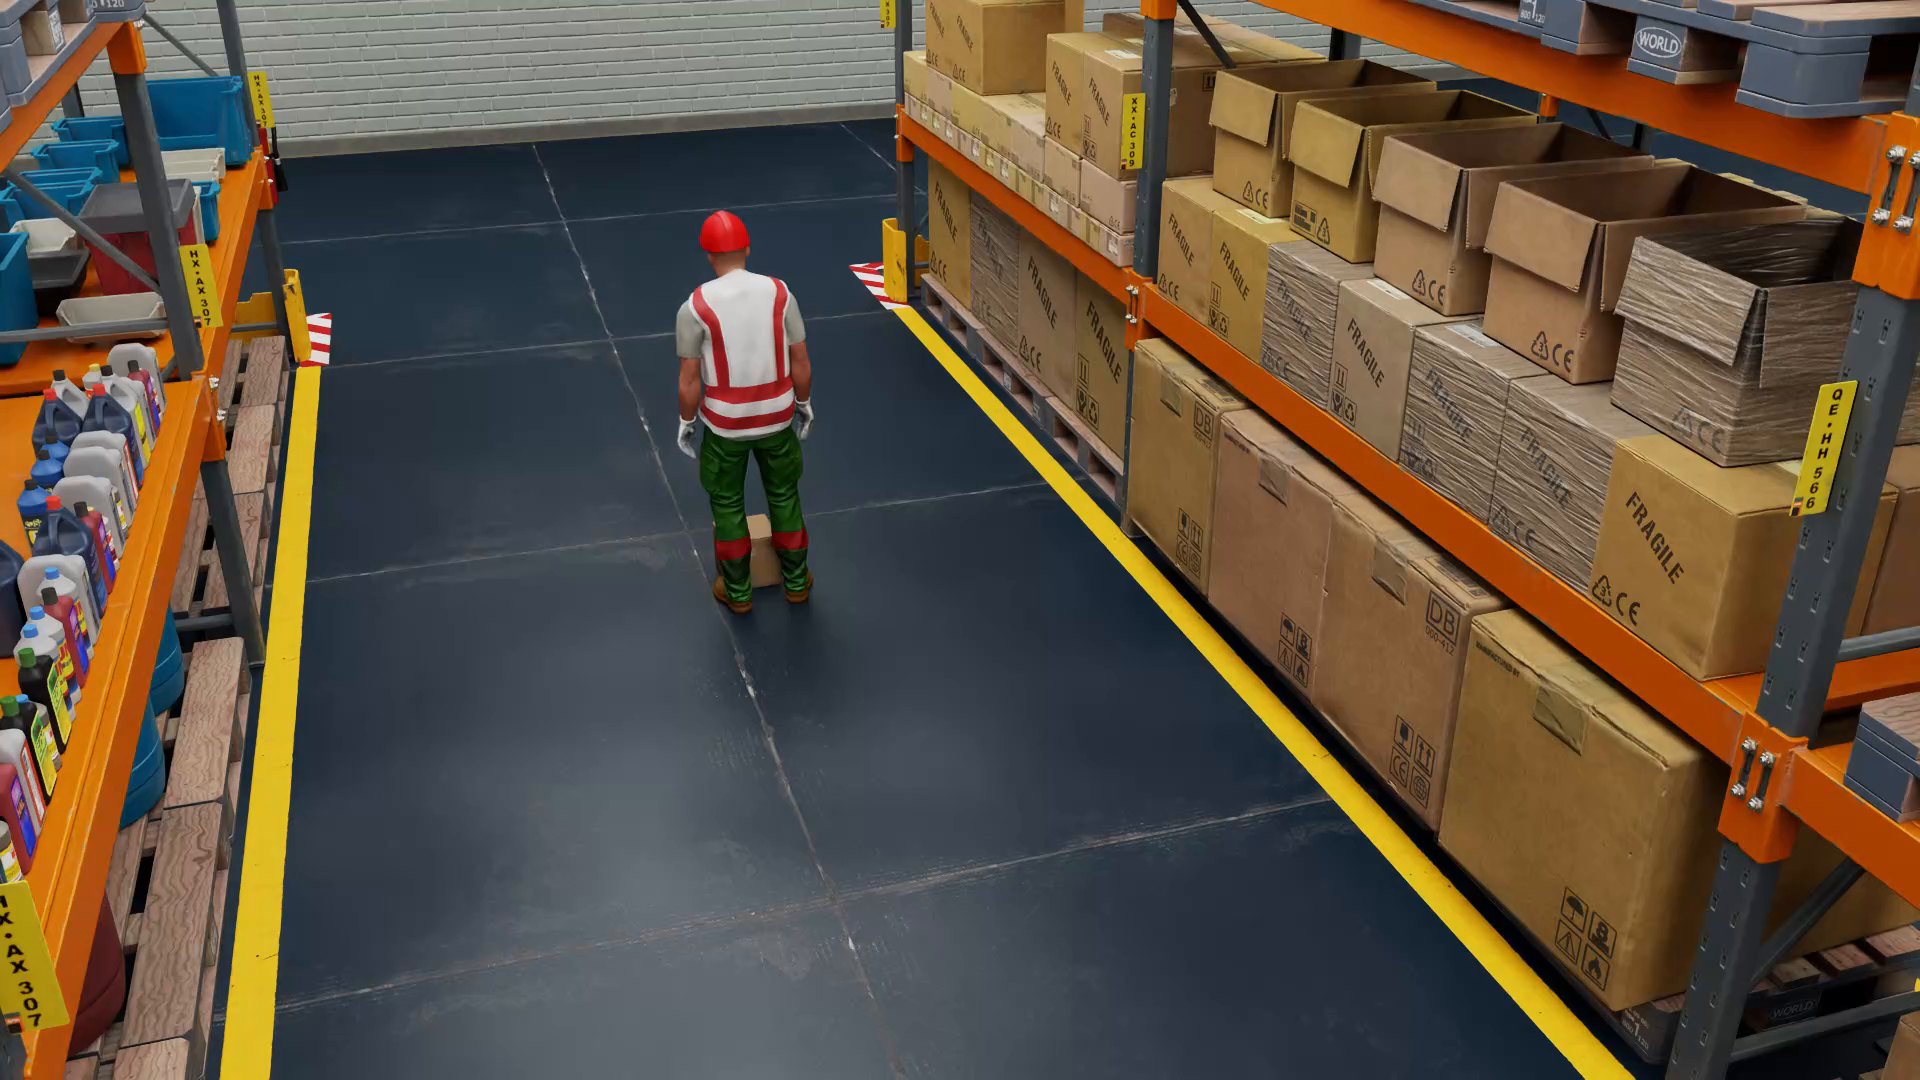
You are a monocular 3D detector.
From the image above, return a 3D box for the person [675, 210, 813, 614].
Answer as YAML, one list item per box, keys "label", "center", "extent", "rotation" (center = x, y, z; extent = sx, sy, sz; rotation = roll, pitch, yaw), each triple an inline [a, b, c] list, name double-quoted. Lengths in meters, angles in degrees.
- label: "person"
  center: [-0.925, -0.530, 7.180]
  extent: [0.611, 1.778, 0.451]
  rotation: [-10, 28, -19]
